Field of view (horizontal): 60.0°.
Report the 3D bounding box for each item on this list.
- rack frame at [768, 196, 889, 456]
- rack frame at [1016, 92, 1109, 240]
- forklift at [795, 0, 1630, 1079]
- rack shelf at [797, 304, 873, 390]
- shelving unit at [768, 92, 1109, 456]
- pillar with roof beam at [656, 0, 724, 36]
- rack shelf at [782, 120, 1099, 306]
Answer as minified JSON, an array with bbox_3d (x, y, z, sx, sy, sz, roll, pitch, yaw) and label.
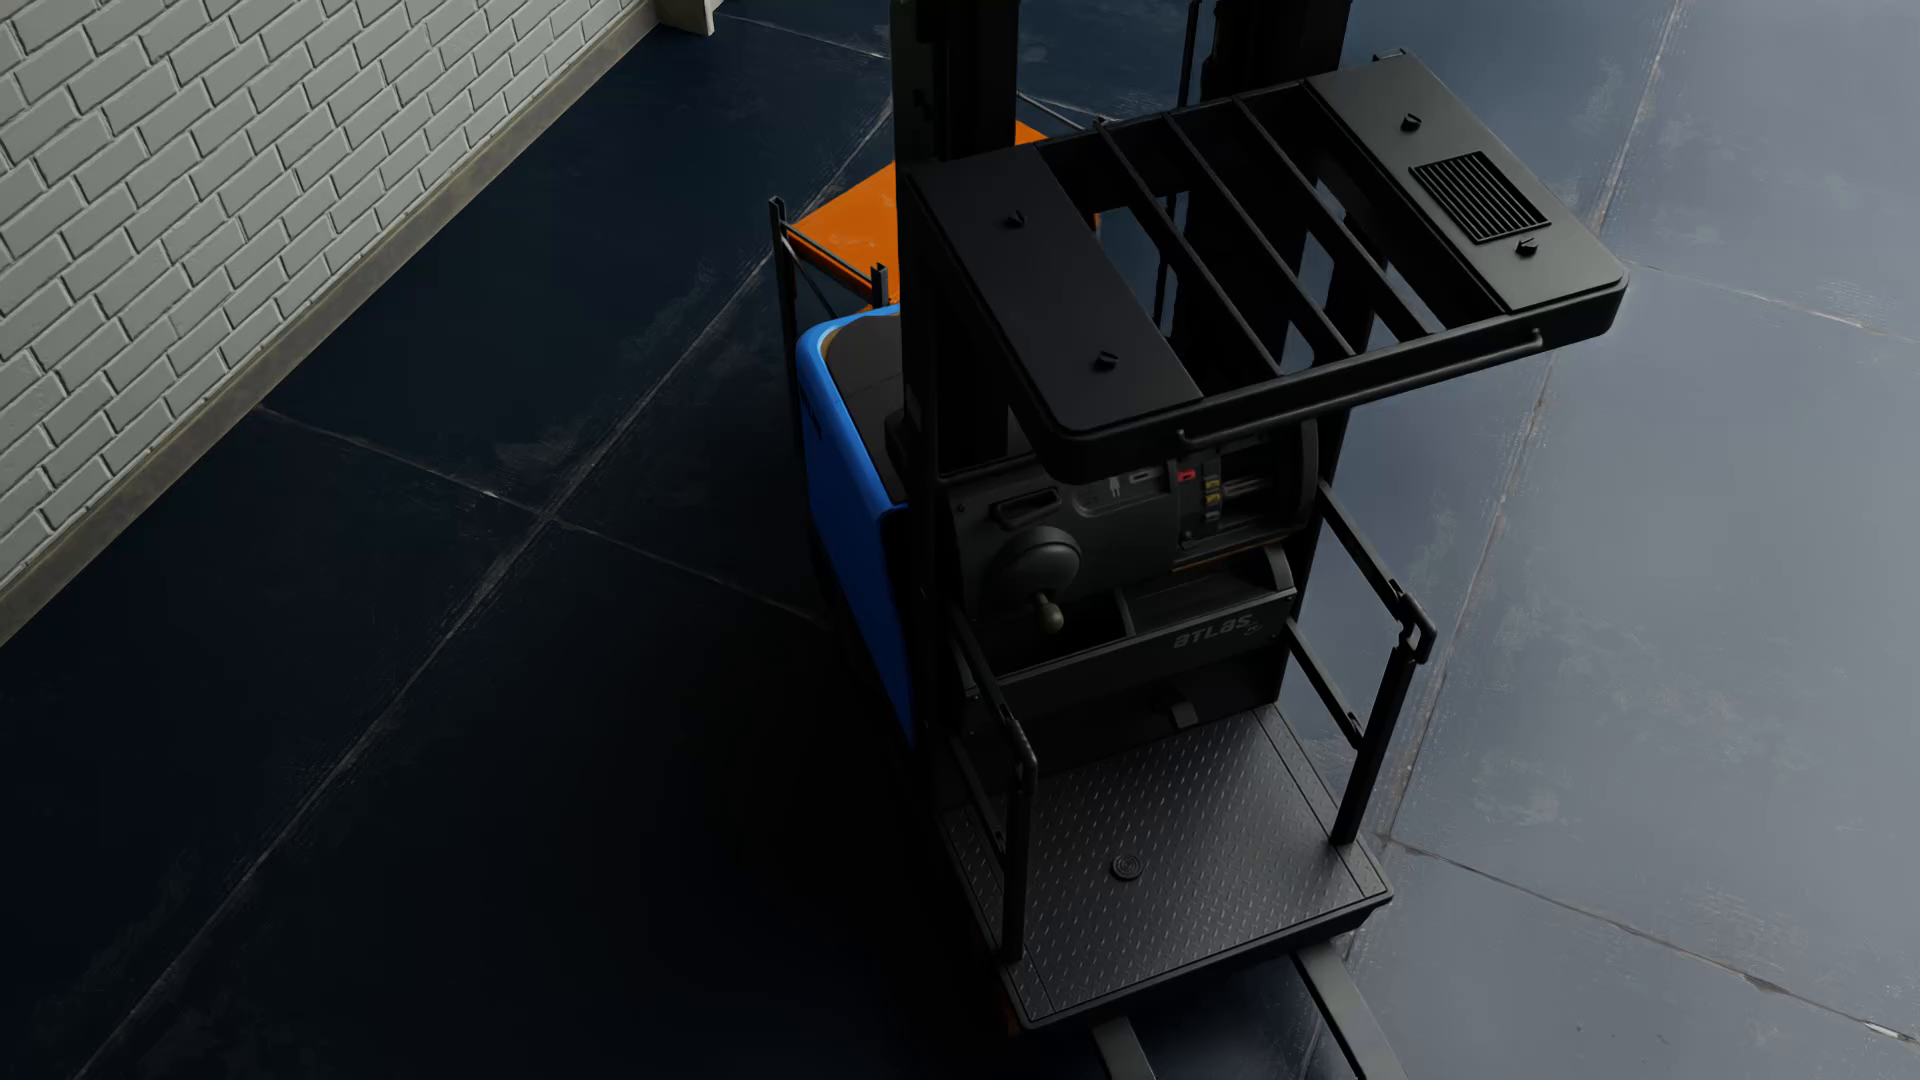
[{"bbox_3d":[-0.406,-0.571,5.497,0.500,1.125,0.032,36,58,27],"label":"rack frame"},{"bbox_3d":[0.296,-1.131,5.973,0.500,1.125,0.032,36,58,27],"label":"rack frame"},{"bbox_3d":[0.500,0.044,3.788,1.130,2.935,3.031,-16,52,-13],"label":"forklift"},{"bbox_3d":[-0.055,-0.692,5.922,0.538,0.278,1.000,36,58,27],"label":"rack shelf"},{"bbox_3d":[-0.055,-0.851,5.735,0.538,1.125,1.048,36,58,27],"label":"shelving unit"},{"bbox_3d":[2.667,-4.049,3.286,9.100,9.000,0.400,20,52,16],"label":"pillar with roof beam"},{"bbox_3d":[-0.055,-1.040,5.512,0.538,0.278,1.000,36,58,27],"label":"rack shelf"}]
